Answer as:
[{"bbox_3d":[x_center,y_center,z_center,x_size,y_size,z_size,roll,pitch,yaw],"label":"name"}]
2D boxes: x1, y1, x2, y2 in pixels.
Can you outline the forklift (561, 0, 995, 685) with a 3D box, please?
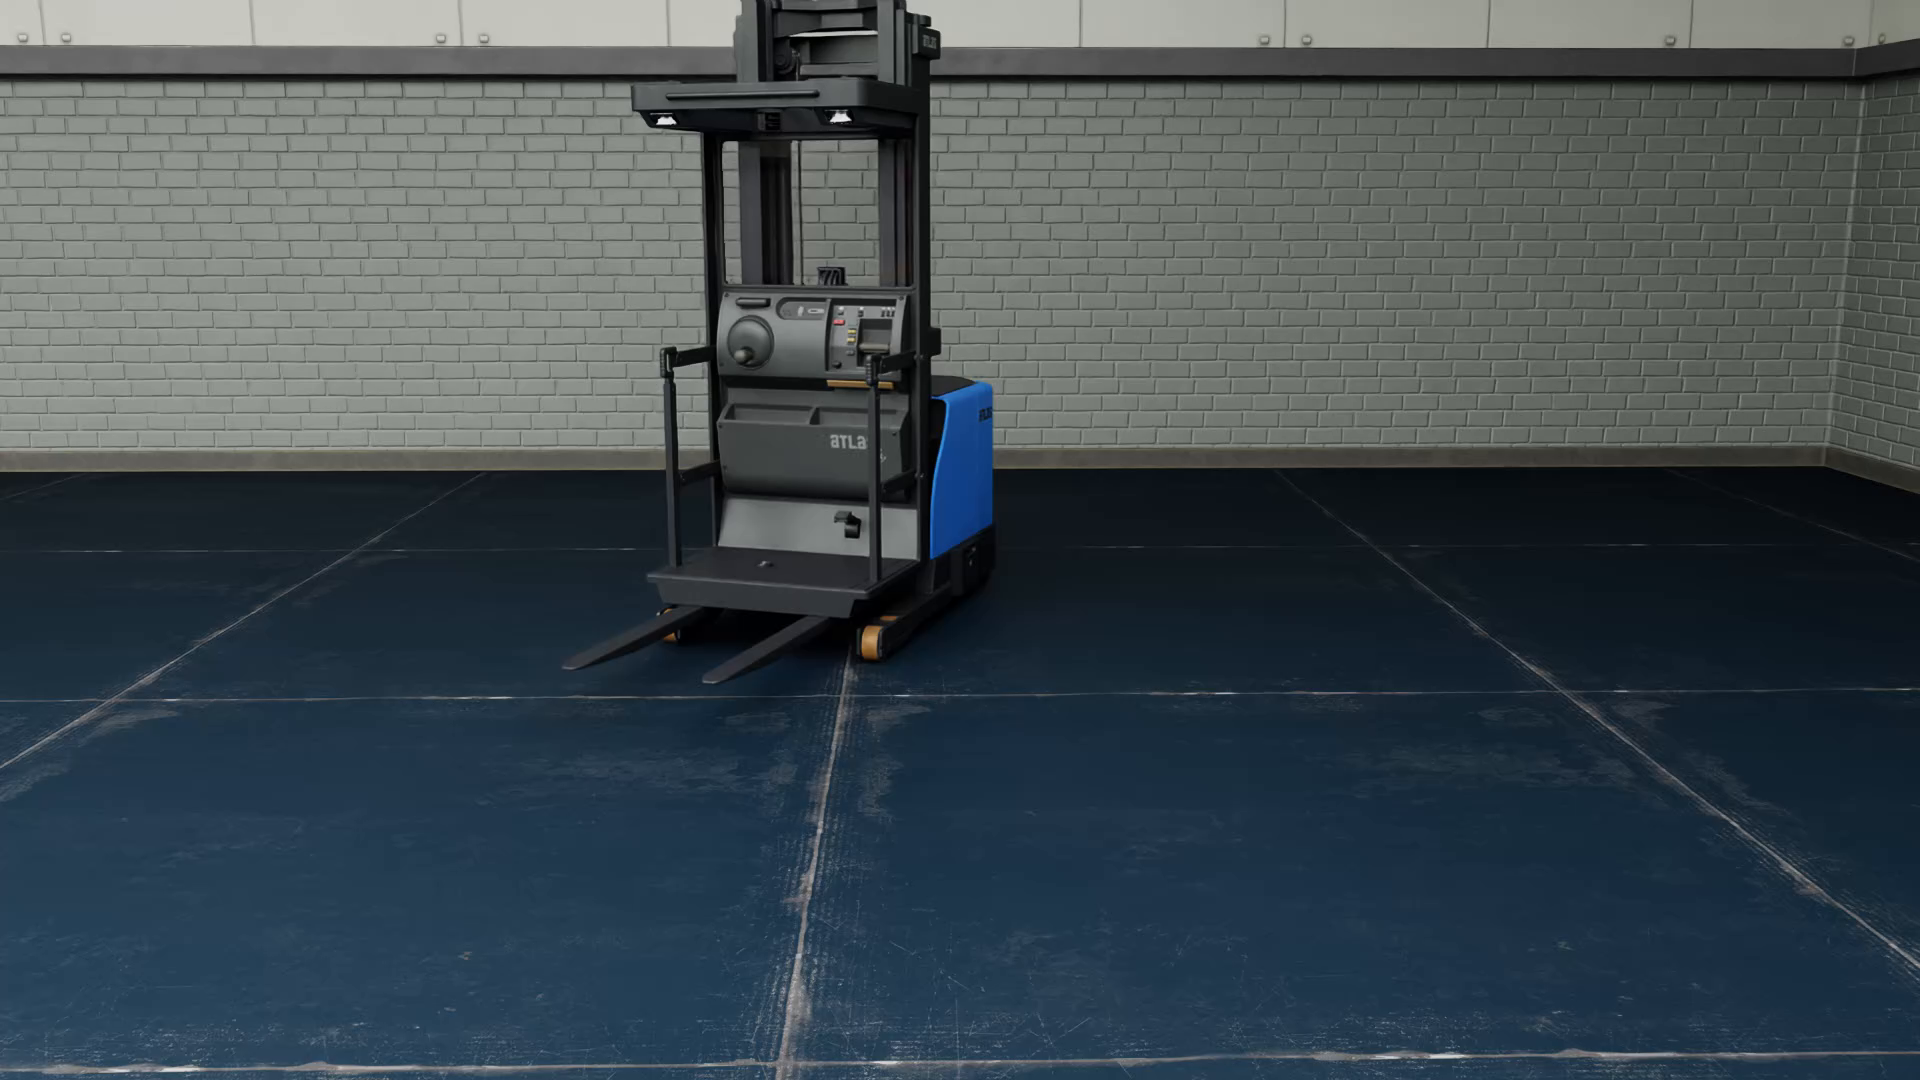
[{"bbox_3d":[-0.759,-0.984,7.539,1.130,2.935,3.031,4,12,18],"label":"forklift"}]
